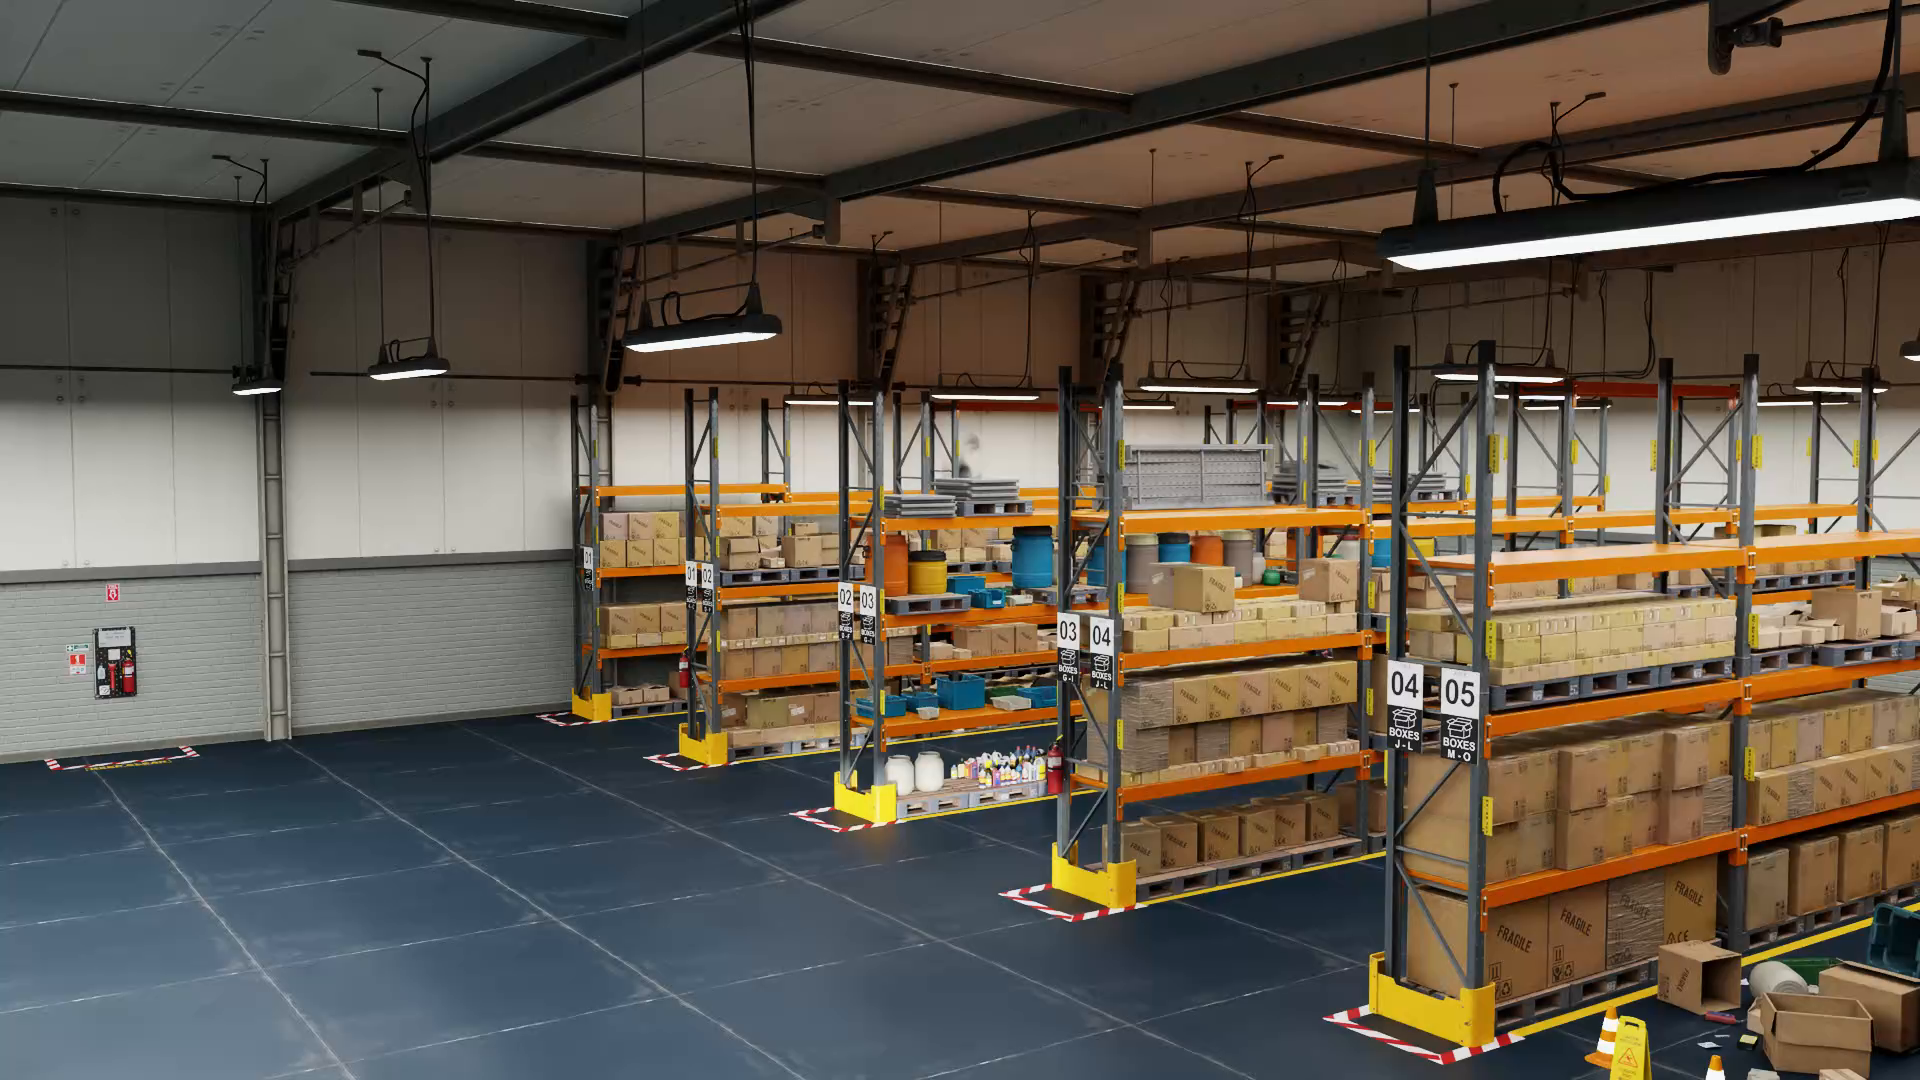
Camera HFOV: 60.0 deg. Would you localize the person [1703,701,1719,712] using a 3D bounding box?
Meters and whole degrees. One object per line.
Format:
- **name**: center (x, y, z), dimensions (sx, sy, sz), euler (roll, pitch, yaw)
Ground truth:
- **person**: center (10.096, 2.957, 22.379), dimensions (0.669, 1.729, 0.695), euler (-3, 5, -40)
